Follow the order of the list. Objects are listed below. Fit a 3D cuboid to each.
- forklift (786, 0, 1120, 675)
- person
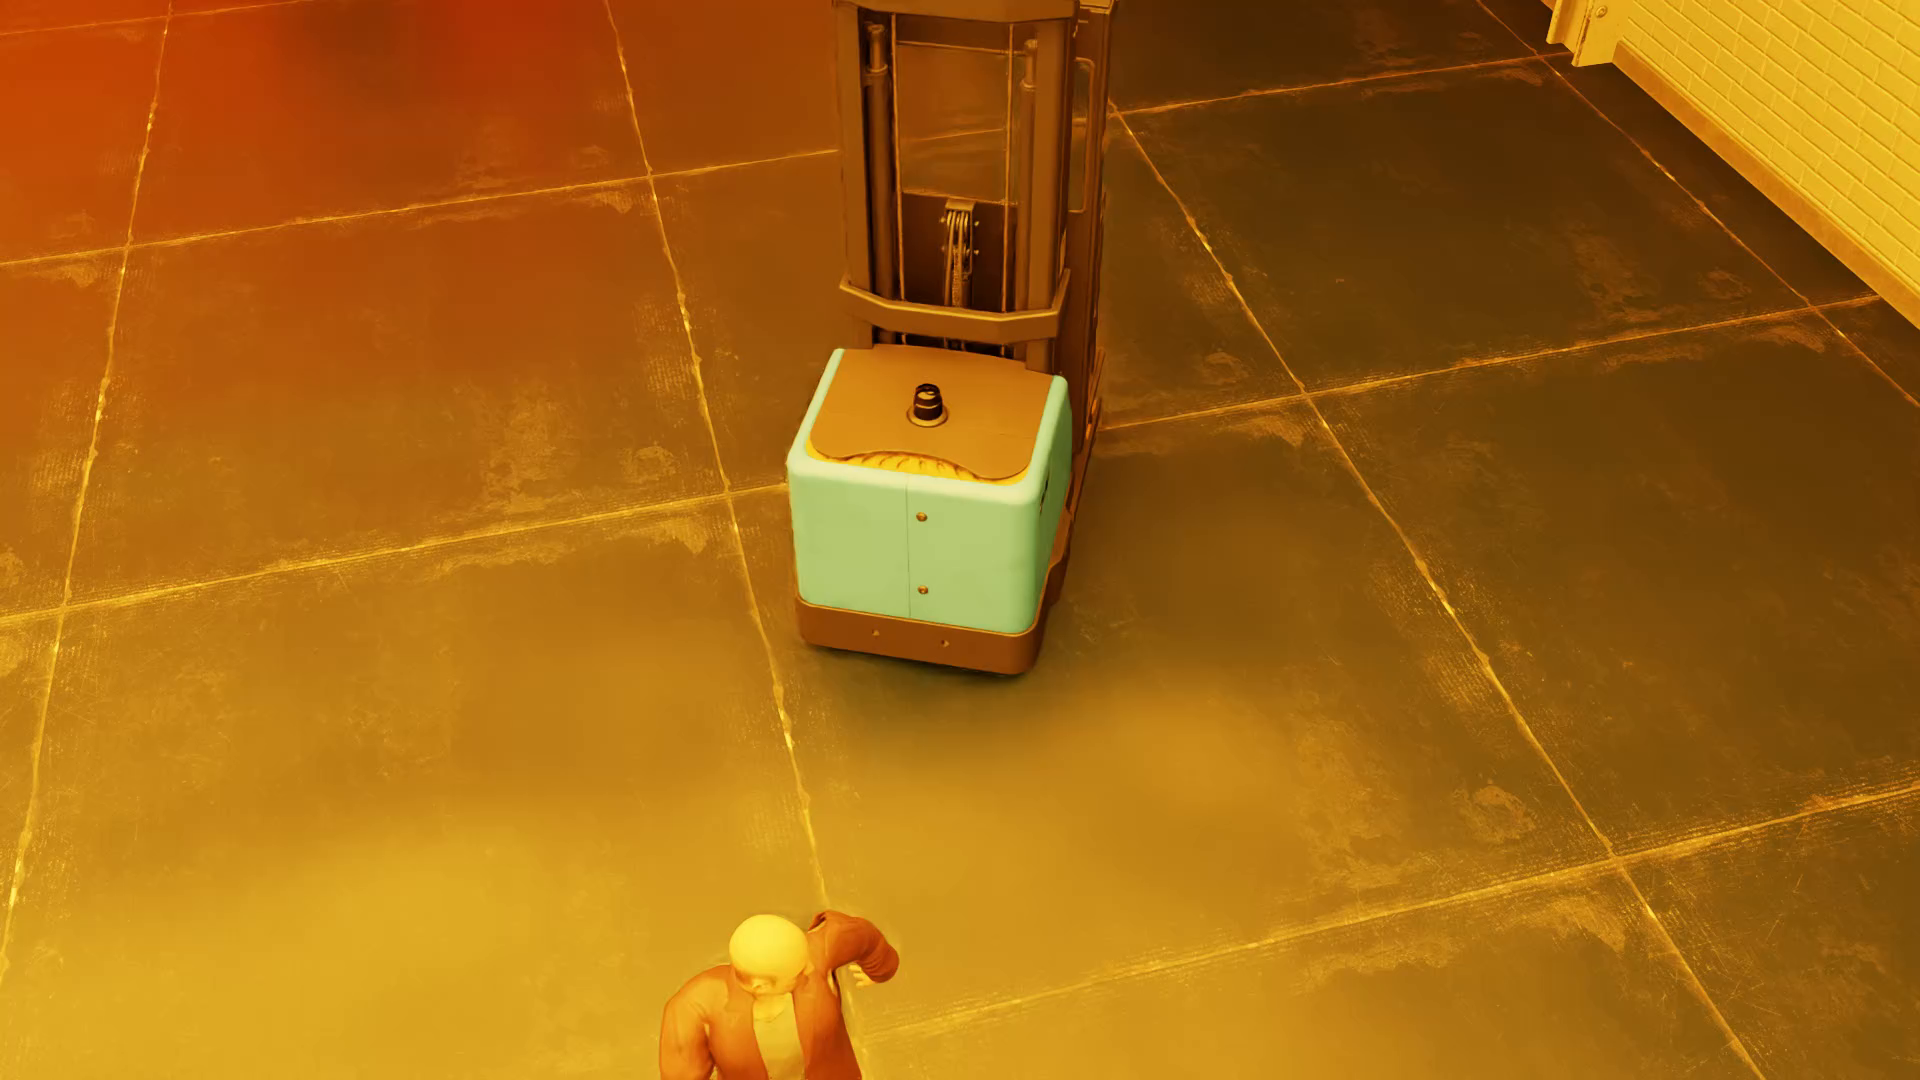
[{"bbox_3d":[0.096,-1.518,7.252,1.130,2.935,3.031,8,44,8],"label":"forklift"},{"bbox_3d":[-0.504,1.647,4.822,0.609,1.716,1.022,1,43,1],"label":"person"}]
